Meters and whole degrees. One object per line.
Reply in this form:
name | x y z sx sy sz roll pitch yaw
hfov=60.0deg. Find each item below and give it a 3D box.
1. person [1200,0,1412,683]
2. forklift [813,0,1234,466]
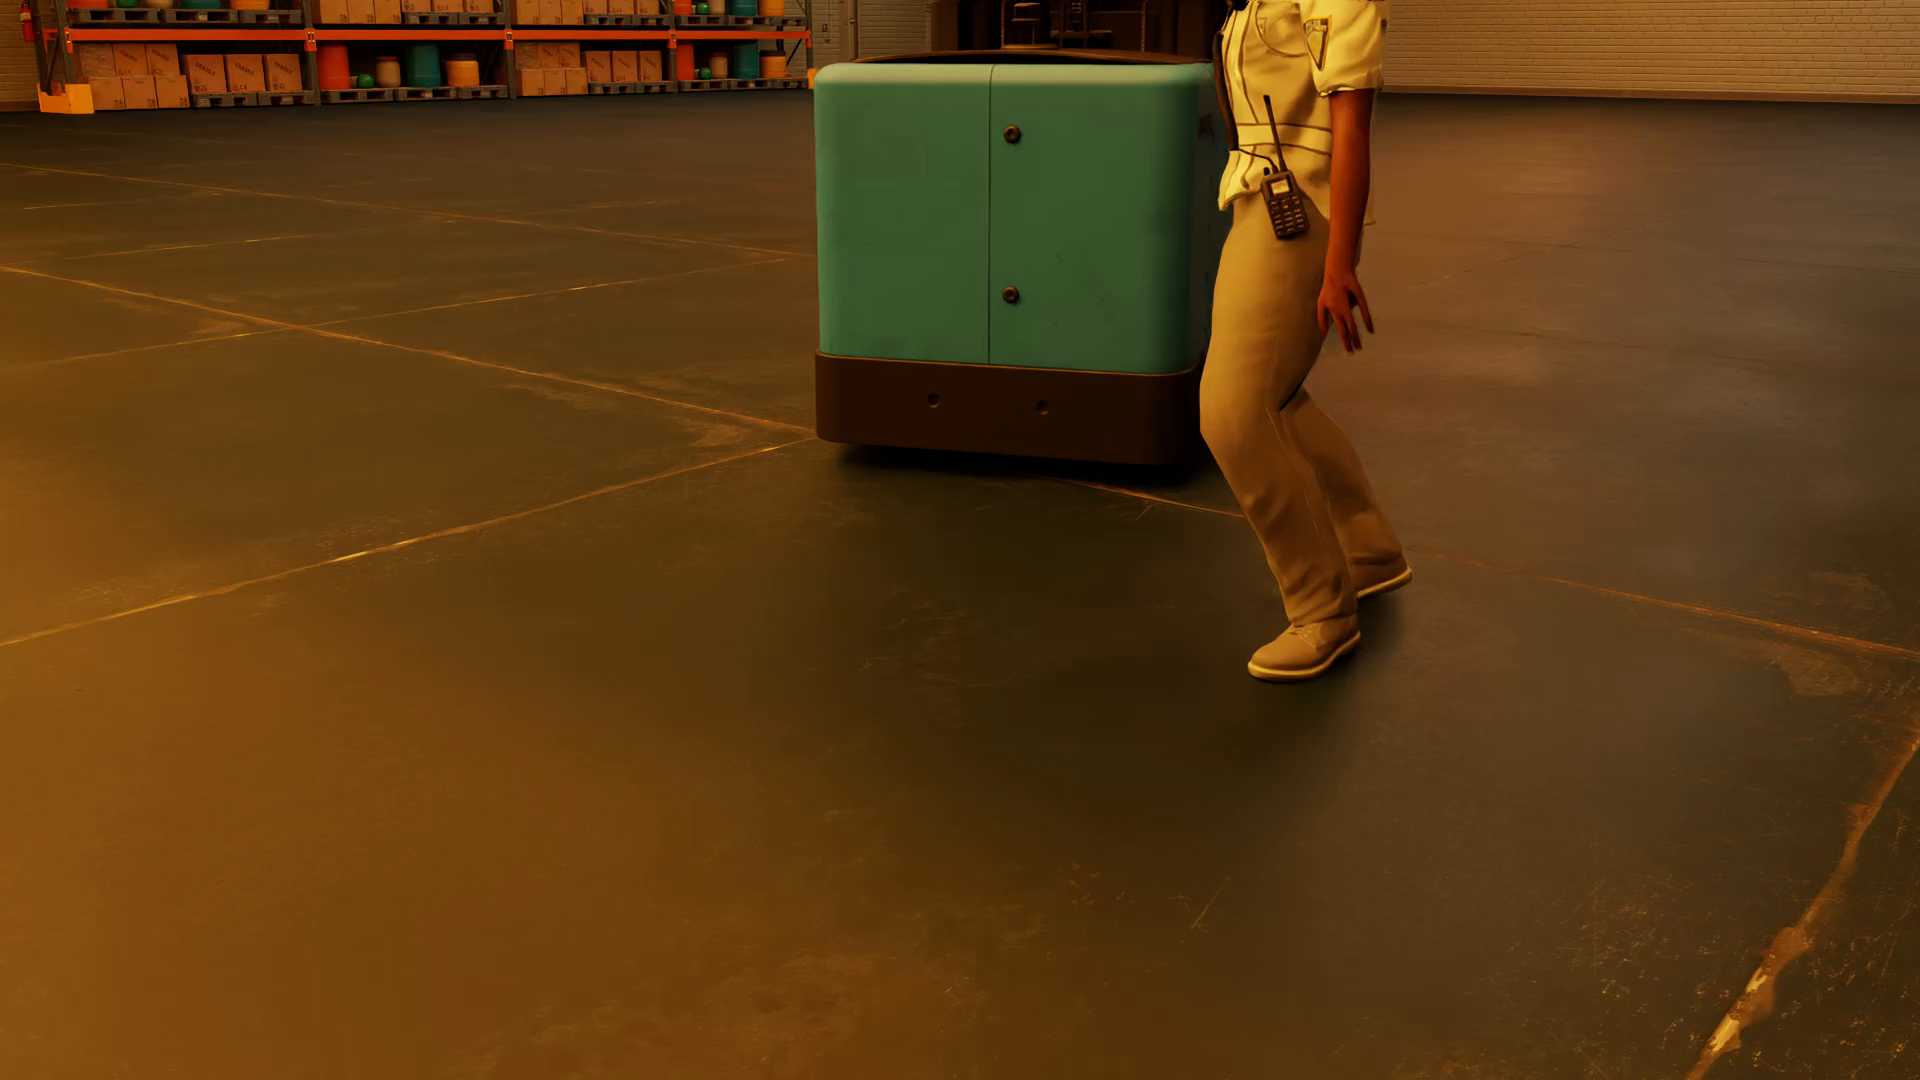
person | 0.710 -0.586 3.222 0.464 1.640 0.818 3 17 9
forklift | 0.517 -1.984 5.432 1.130 2.935 3.031 5 18 16
